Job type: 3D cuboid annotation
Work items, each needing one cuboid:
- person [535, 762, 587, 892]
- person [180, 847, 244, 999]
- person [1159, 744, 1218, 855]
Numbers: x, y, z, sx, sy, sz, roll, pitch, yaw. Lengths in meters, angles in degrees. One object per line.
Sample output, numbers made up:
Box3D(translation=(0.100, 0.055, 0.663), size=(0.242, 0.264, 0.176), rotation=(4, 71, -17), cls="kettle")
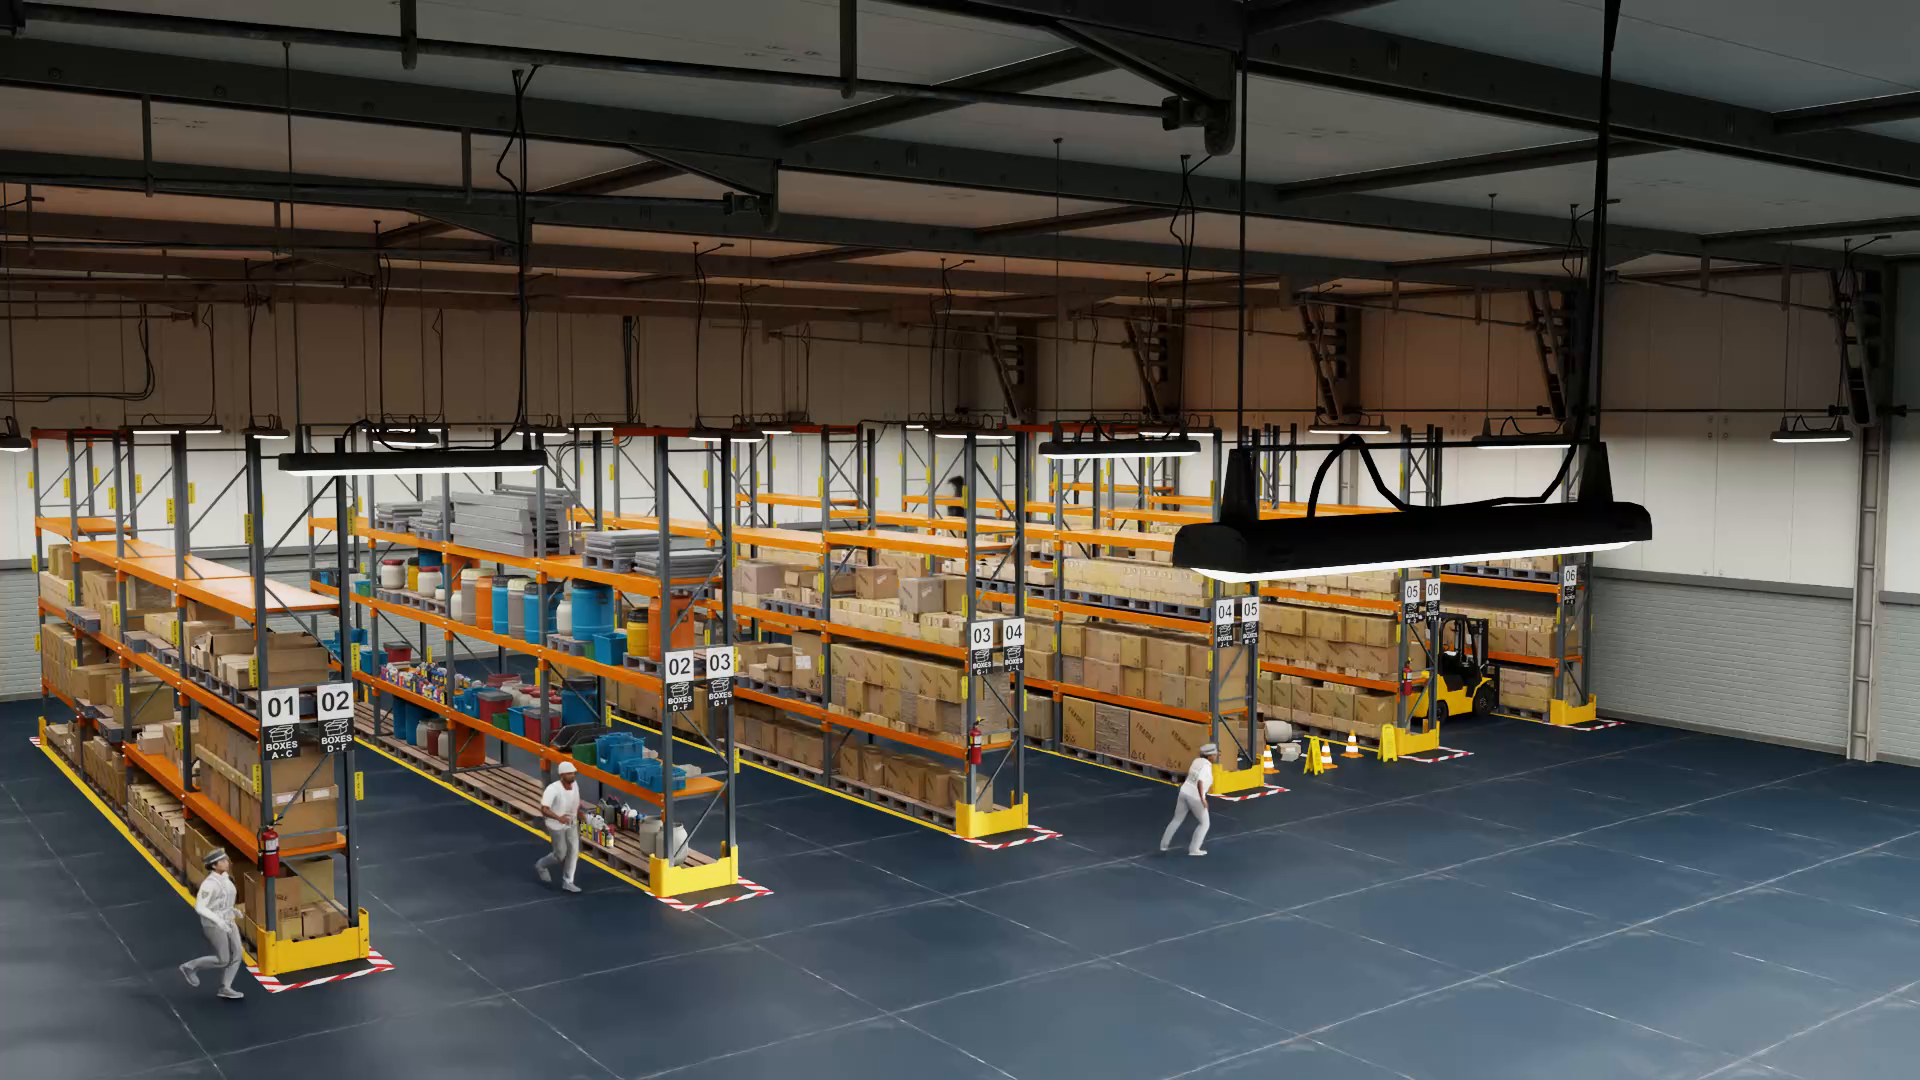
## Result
Box3D(translation=(-5.313, 3.755, 21.930), size=(0.801, 1.725, 0.691), rotation=(3, 6, 36), cls="person")
Box3D(translation=(-8.036, 4.114, 17.875), size=(0.651, 1.653, 0.629), rotation=(0, 4, 4), cls="person")
Box3D(translation=(3.278, 3.692, 23.645), size=(0.859, 1.600, 0.633), rotation=(-2, 5, -28), cls="person")
